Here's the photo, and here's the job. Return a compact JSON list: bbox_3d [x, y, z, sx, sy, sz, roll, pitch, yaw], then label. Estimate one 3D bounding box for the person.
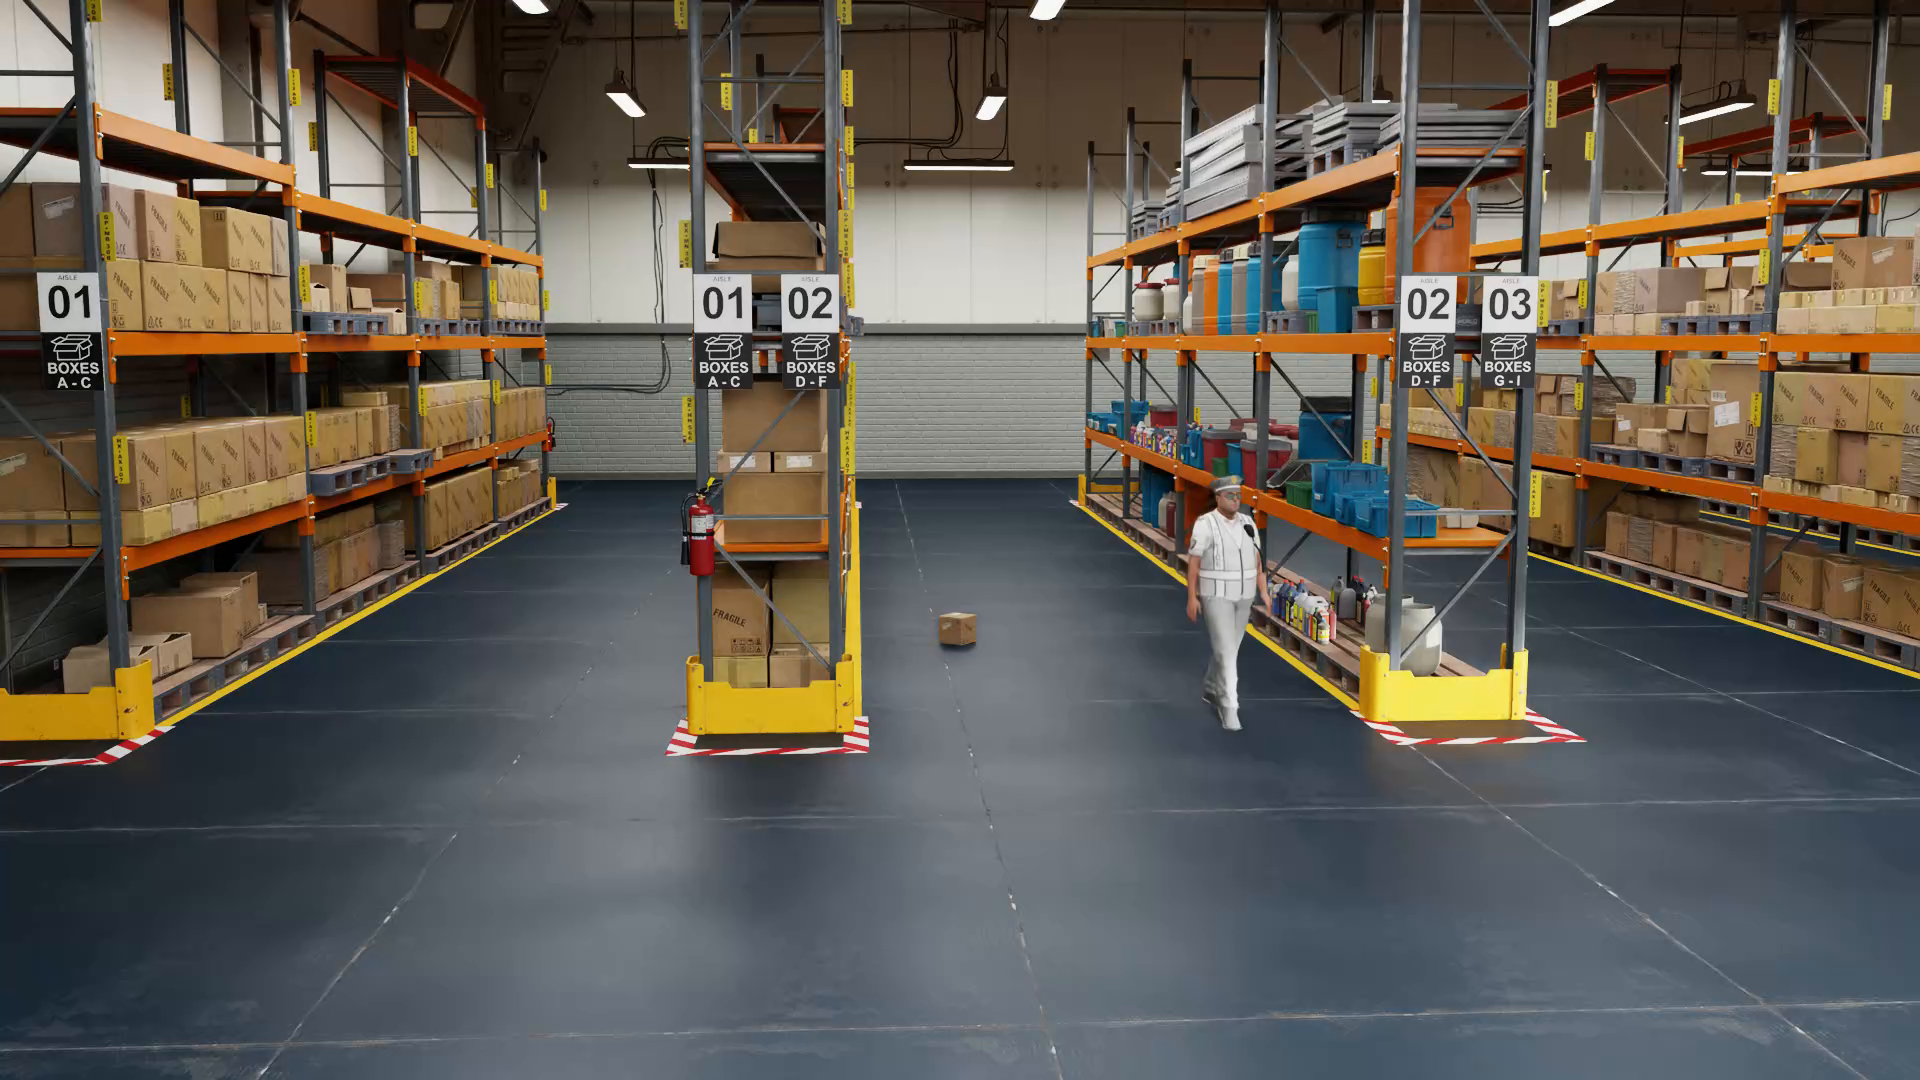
[{"bbox_3d":[1.982,0.446,12.069,0.546,1.840,0.718,-4,8,-27],"label":"person"}]
